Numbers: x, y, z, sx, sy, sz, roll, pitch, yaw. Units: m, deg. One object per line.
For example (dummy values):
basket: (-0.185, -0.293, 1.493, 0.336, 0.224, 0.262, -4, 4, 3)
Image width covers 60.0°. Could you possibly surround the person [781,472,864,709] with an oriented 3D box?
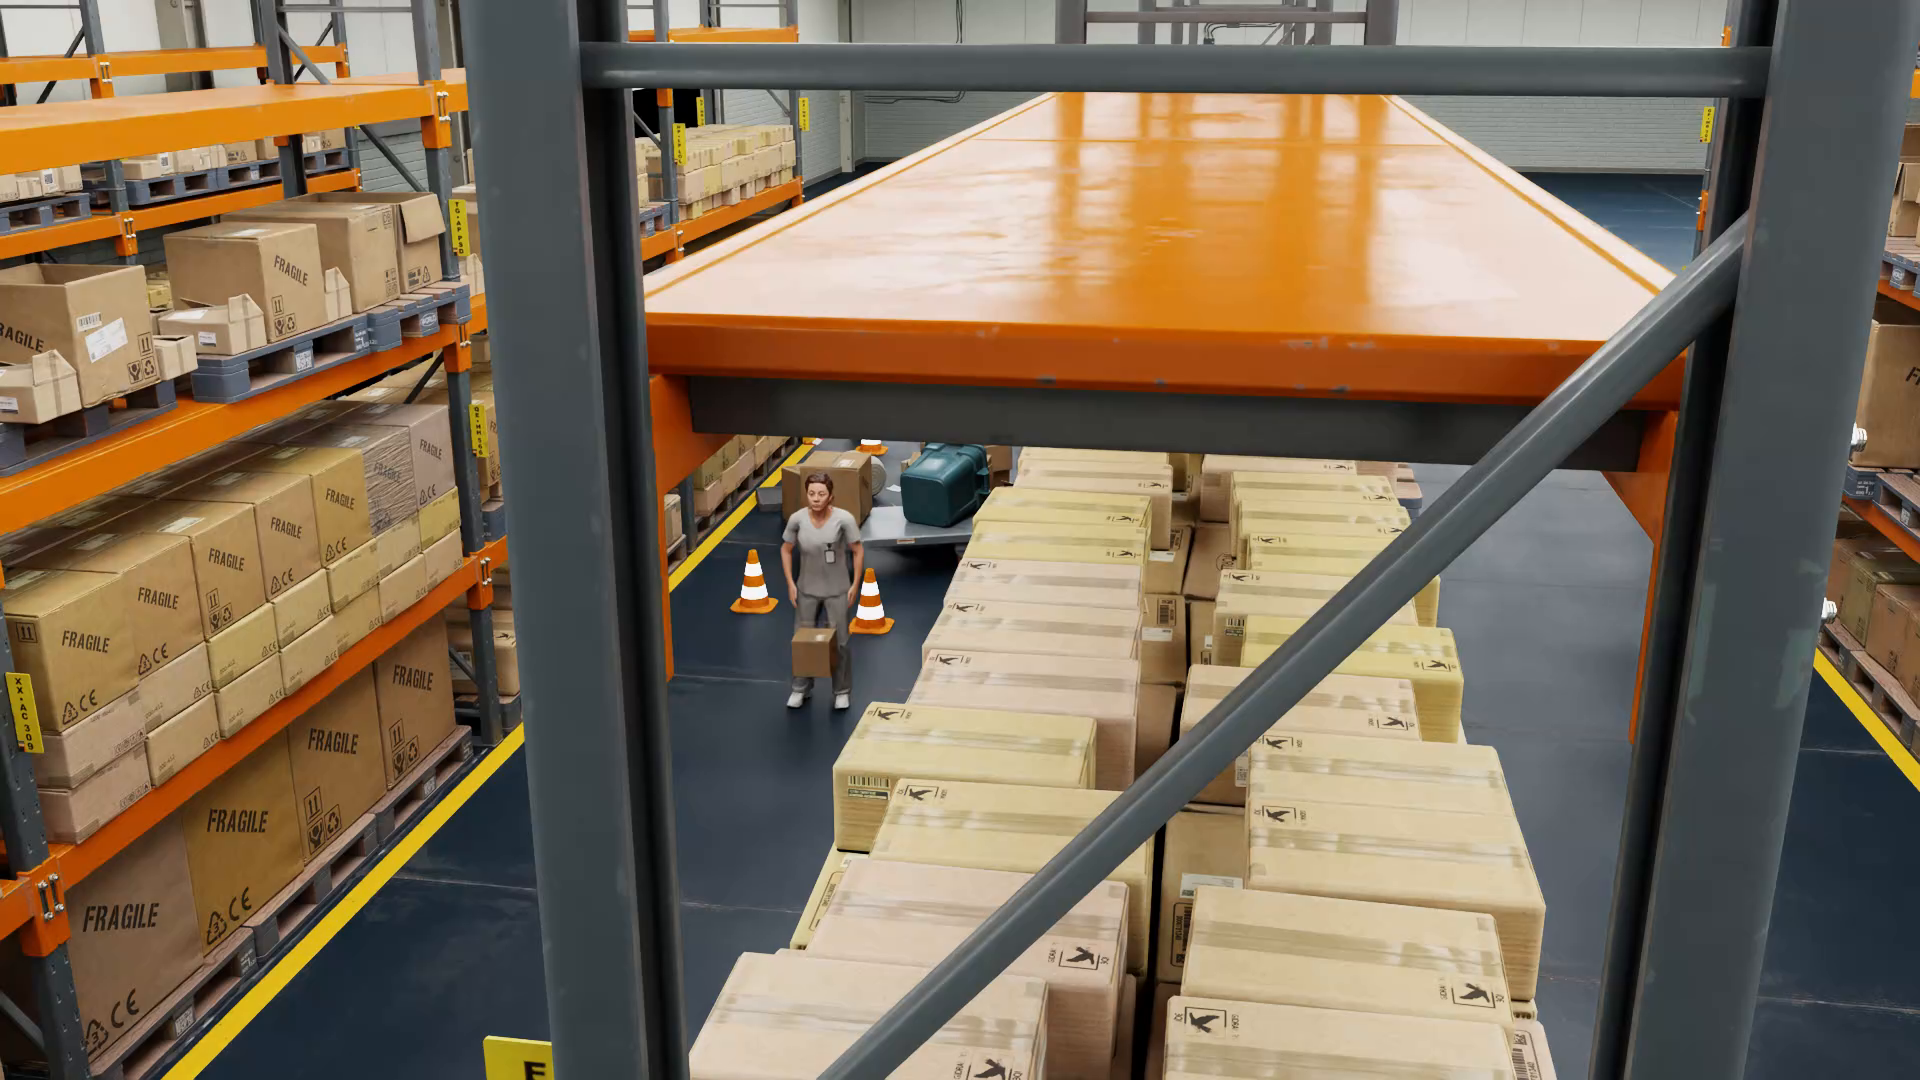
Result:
person: (-0.906, 0.334, 11.048, 0.557, 1.653, 0.400, 3, 18, 8)
